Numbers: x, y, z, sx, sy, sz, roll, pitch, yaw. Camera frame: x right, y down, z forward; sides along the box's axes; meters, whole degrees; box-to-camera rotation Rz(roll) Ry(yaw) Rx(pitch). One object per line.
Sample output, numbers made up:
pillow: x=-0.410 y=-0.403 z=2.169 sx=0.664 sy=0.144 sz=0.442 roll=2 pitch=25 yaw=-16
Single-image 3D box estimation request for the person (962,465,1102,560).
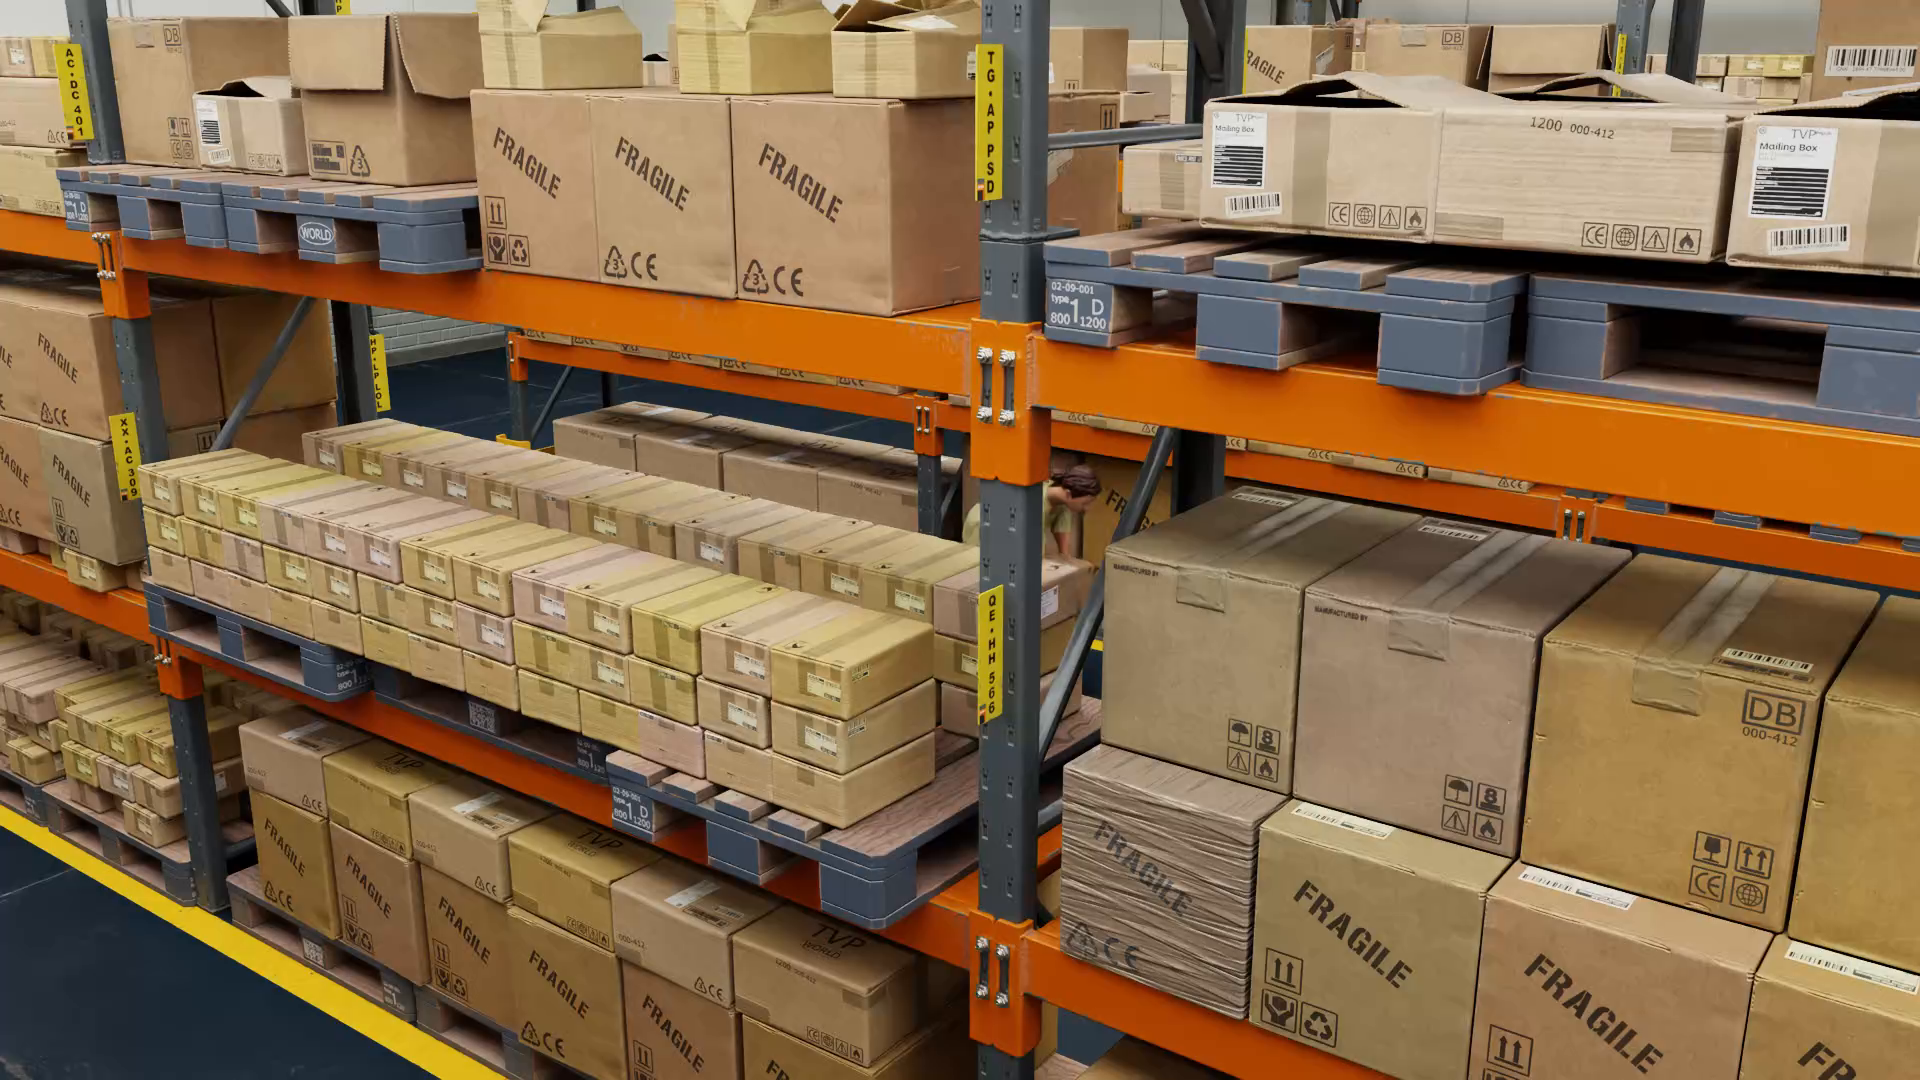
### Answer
person: x=0.391 y=0.192 z=9.046 sx=0.806 sy=1.309 sz=0.420 roll=11 pitch=20 yaw=33
